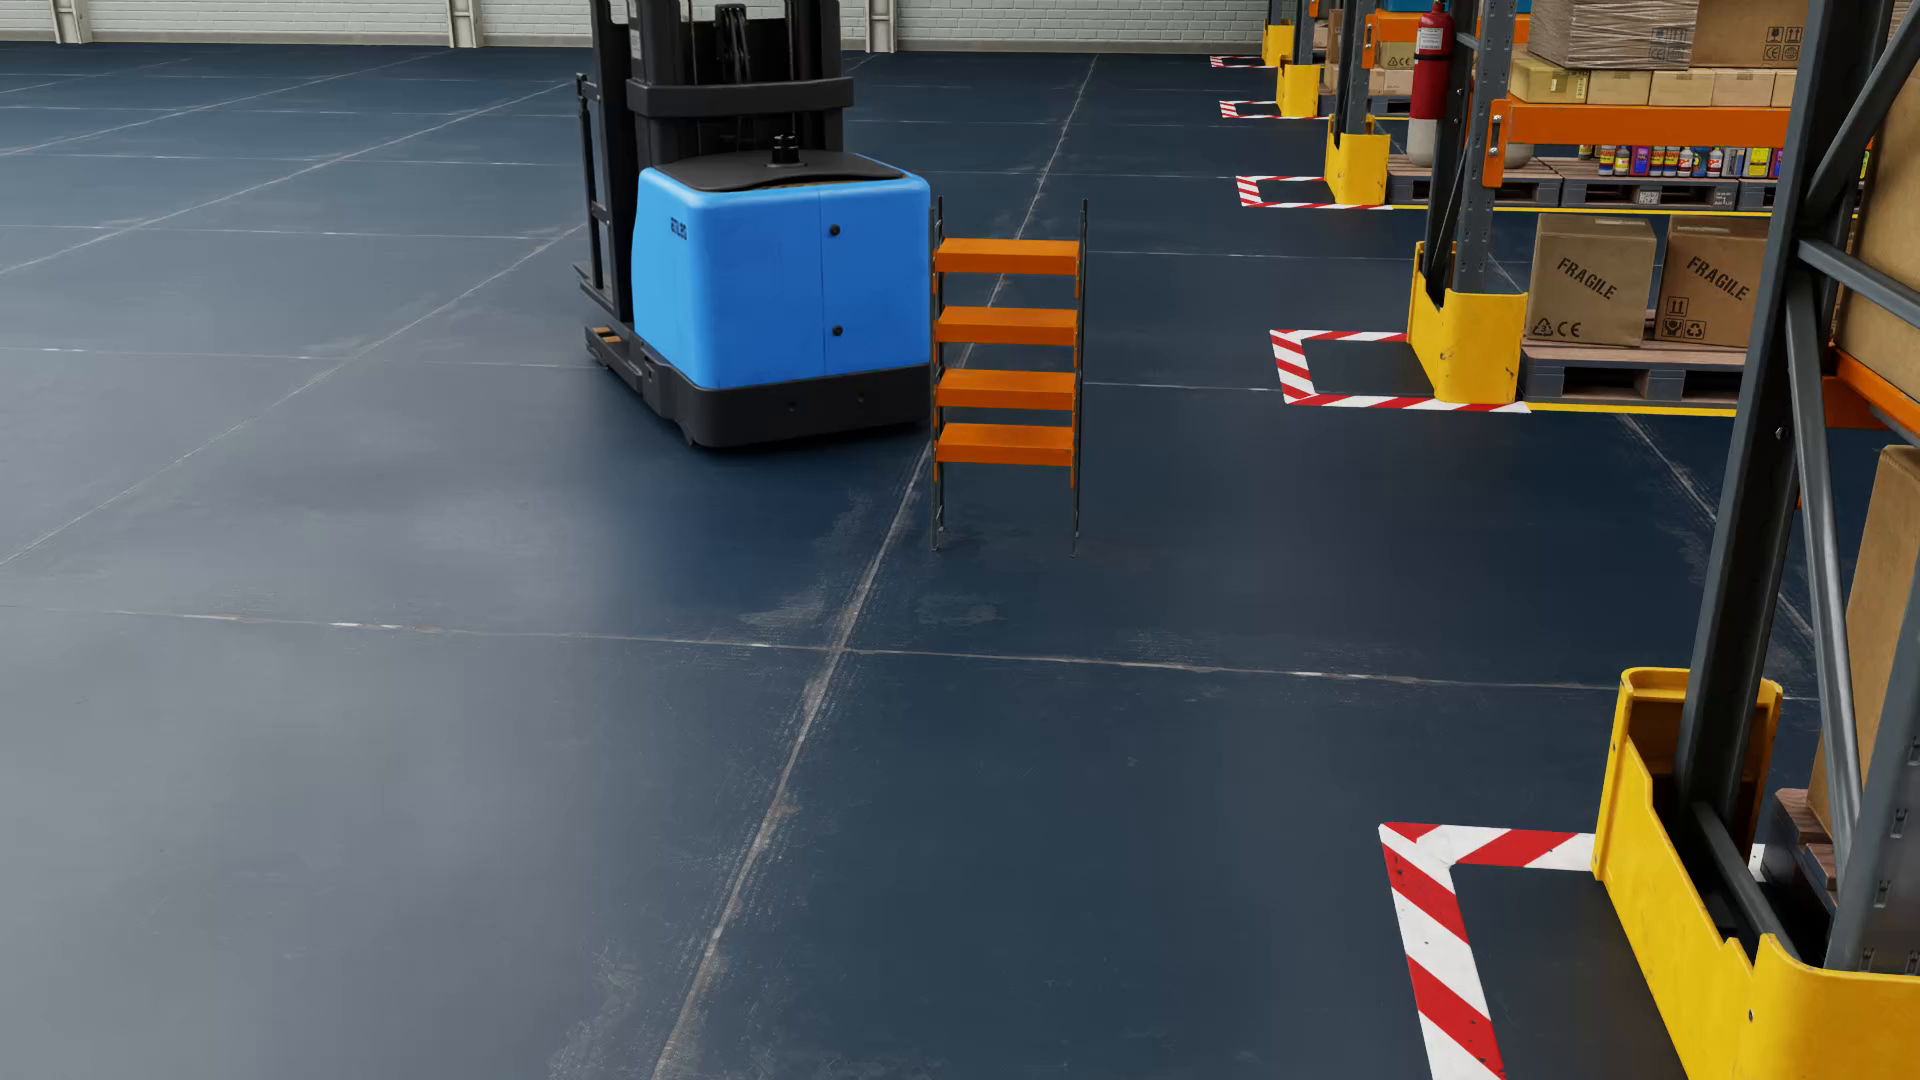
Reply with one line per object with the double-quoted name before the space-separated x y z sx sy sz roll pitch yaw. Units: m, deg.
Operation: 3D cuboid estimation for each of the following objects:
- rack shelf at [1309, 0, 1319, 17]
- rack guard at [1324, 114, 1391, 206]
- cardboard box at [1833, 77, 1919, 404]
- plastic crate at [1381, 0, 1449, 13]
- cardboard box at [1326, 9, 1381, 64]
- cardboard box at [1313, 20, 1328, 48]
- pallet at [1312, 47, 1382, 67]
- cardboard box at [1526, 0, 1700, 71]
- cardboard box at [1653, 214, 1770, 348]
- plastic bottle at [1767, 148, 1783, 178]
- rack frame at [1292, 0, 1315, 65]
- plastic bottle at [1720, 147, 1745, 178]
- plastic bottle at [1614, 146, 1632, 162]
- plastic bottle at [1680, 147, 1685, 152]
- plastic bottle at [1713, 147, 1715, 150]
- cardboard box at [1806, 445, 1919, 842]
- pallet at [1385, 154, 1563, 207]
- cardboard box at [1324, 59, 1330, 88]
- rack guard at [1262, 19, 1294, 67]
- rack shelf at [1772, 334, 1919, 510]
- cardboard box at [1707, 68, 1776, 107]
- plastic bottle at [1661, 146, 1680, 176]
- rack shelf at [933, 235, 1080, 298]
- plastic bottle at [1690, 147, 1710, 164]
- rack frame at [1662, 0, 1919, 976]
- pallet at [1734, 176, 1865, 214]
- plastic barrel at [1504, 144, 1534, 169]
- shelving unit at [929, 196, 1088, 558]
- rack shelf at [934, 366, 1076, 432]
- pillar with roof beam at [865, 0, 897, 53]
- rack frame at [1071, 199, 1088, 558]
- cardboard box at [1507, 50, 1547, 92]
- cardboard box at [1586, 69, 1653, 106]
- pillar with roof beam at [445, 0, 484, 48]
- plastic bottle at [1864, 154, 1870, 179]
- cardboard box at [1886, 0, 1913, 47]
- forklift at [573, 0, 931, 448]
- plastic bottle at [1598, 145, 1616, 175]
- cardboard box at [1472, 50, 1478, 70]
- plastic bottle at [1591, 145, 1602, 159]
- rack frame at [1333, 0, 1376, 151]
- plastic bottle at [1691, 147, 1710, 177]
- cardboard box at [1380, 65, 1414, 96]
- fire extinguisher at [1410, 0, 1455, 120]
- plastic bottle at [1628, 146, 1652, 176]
"rack shelf" 5.480 -5.419 16.546 4.000 0.370 1.077 2 22 6
"rack guard" 2.988 -2.883 12.553 0.348 0.500 1.175 2 22 6
"cardboard box" 2.014 -0.487 2.889 0.550 0.550 0.875 2 22 6
"plastic crate" 3.439 -4.050 12.307 0.616 0.251 0.499 2 22 6
"cardboard box" 4.061 -5.191 17.139 0.500 0.500 0.500 2 22 6
"cardboard box" 4.749 -6.540 21.462 0.500 0.311 0.500 0 22 0
"pallet" 4.951 -6.301 21.590 1.213 0.211 1.003 2 22 6
"cardboard box" 2.867 -2.375 7.326 0.500 0.500 0.875 2 22 6
"cardboard box" 3.540 -1.210 7.749 0.500 0.500 0.500 8 23 20
"plastic bottle" 5.848 -2.723 11.844 0.133 0.283 0.061 4 22 10
"rack frame" 3.494 -5.840 16.632 0.127 3.000 1.000 2 22 6
"plastic bottle" 5.534 -2.750 11.923 0.135 0.276 0.152 3 22 7
"plastic bottle" 5.017 -2.994 12.530 0.133 0.283 0.061 2 22 6
"plastic bottle" 5.517 -3.045 12.566 0.185 0.351 0.144 2 22 6
"plastic bottle" 5.780 -3.017 12.588 0.133 0.283 0.061 3 22 9
"cardboard box" 2.321 0.381 3.215 0.875 0.875 0.875 3 22 7
"pallet" 3.794 -2.712 12.512 1.213 0.211 1.003 2 22 6
"cardboard box" 4.061 -4.842 17.275 0.500 0.250 0.500 2 22 6
"rack guard" 4.148 -6.483 21.659 0.348 0.500 1.175 2 22 6
"rack shelf" 3.626 0.004 2.828 4.000 0.370 1.077 2 22 6
"cardboard box" 3.322 -1.970 7.185 0.250 0.149 0.380 2 22 6
"plastic bottle" 5.110 -2.756 11.945 0.097 0.271 0.097 0 22 0
"rack shelf" 0.164 -0.916 5.557 0.480 0.148 0.258 2 22 6
"plastic bottle" 5.524 -2.955 12.440 0.135 0.276 0.152 2 22 6
"rack frame" 1.640 -0.417 2.915 0.127 3.000 1.000 2 22 6
"pallet" 6.217 -2.606 12.245 1.213 0.211 1.003 2 22 6
"plastic barrel" 4.067 -3.048 12.382 0.421 0.512 0.421 0 22 0
"shelving unit" 0.164 -0.551 5.701 0.503 1.200 0.258 2 22 6
"rack shelf" 0.164 -0.488 5.726 0.480 0.148 0.258 2 22 6
"pillar with roof beam" -1.595 -9.412 17.508 0.400 9.000 9.100 2 22 6
"rack frame" 0.407 -0.540 5.674 0.015 1.200 0.240 2 22 6
"cardboard box" 2.631 -2.170 7.690 0.250 0.149 0.380 2 22 6
"cardboard box" 2.825 -1.990 7.234 0.250 0.149 0.380 2 22 6
"pillar with roof beam" -7.553 -9.672 18.165 0.400 9.000 9.100 2 22 6
"plastic bottle" 6.482 -2.664 11.806 0.097 0.201 0.097 0 22 0
"cardboard box" 3.869 -2.359 7.287 0.500 0.500 0.875 2 22 6
"forklift" -1.189 -2.240 7.618 1.130 2.935 3.031 -10 24 -23
"plastic bottle" 4.671 -2.776 11.993 0.097 0.271 0.097 0 22 0
"cardboard box" 4.995 -4.963 16.563 0.500 0.500 0.500 2 22 6
"plastic bottle" 4.901 -3.056 12.685 0.133 0.283 0.061 3 22 8
"rack frame" 2.907 -4.032 12.058 0.127 3.000 1.000 2 22 6
"plastic bottle" 5.312 -2.748 11.922 0.097 0.271 0.097 0 22 0
"cardboard box" 4.497 -4.632 16.745 0.500 0.250 0.500 2 22 6
"fire extinguisher" 2.265 -2.361 7.937 0.183 0.674 0.296 2 22 6
"plastic bottle" 4.893 -2.765 11.949 0.133 0.283 0.061 3 22 7
